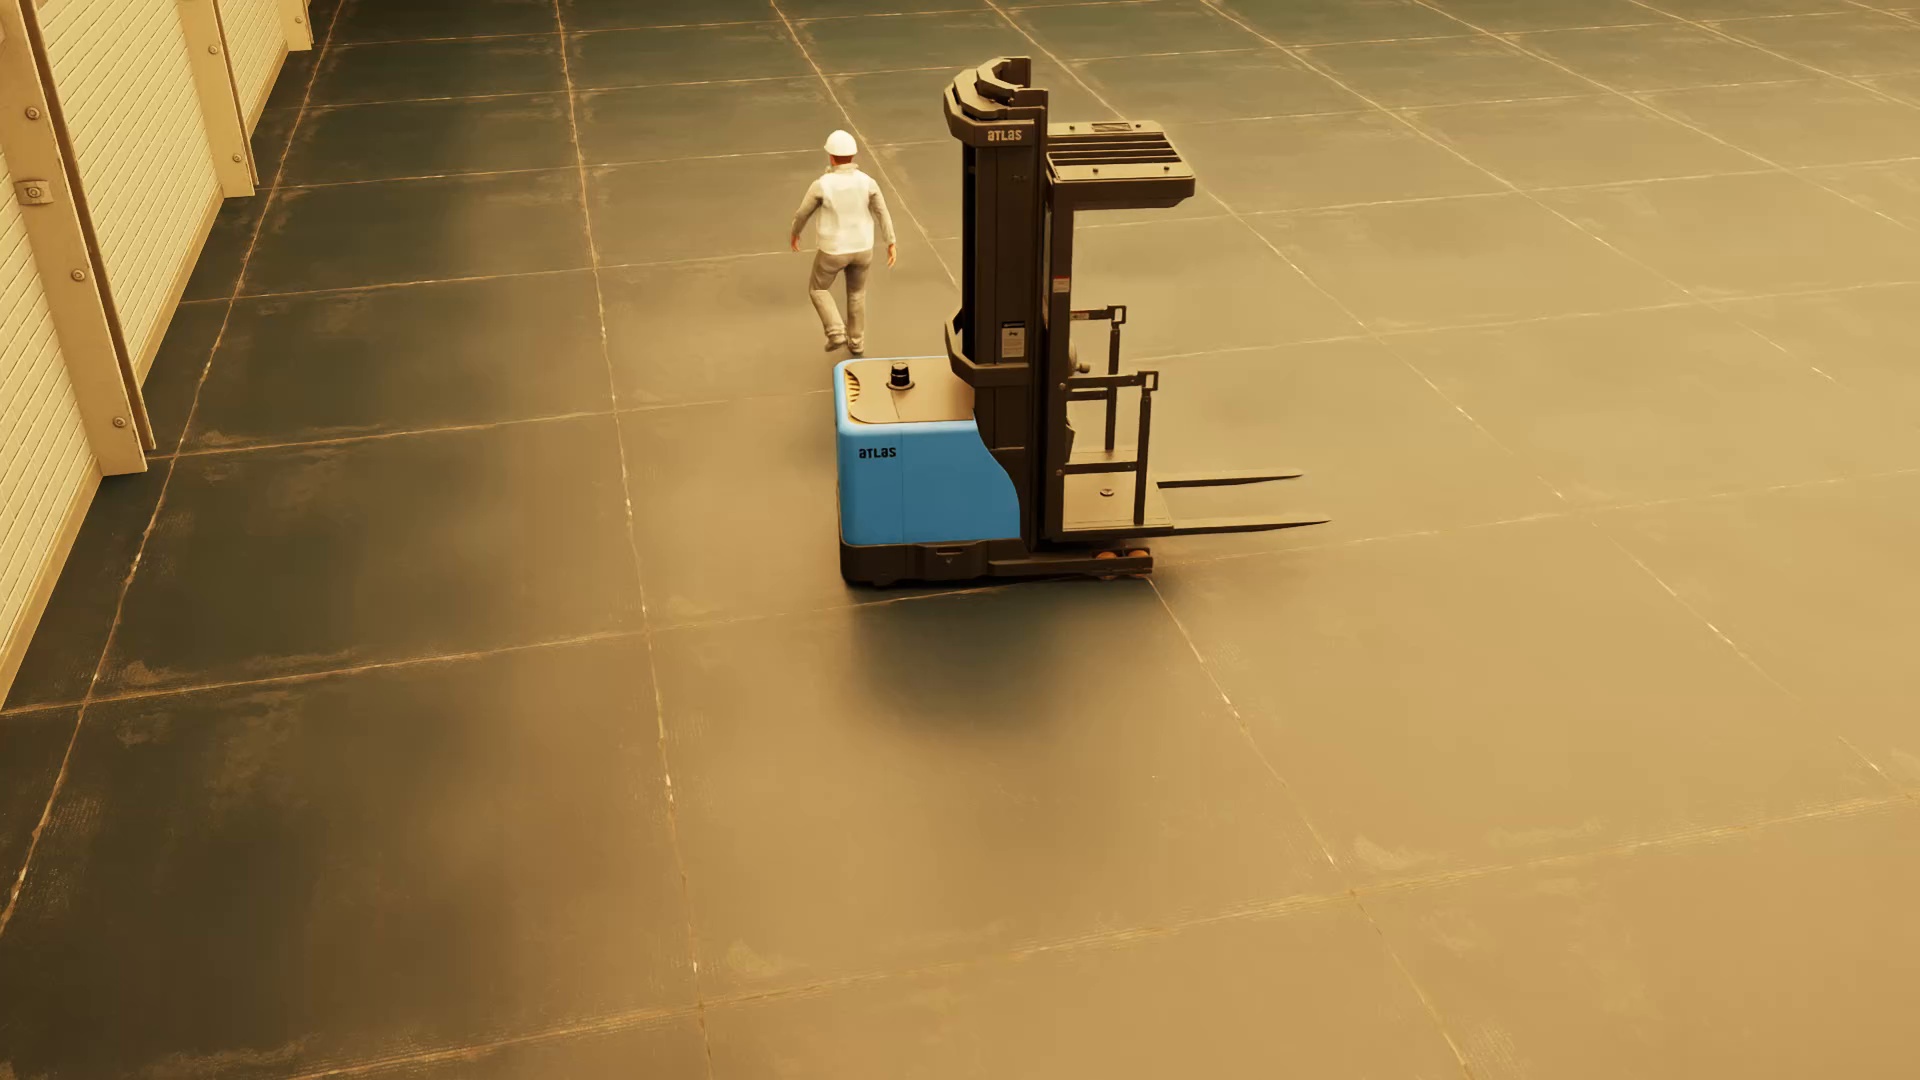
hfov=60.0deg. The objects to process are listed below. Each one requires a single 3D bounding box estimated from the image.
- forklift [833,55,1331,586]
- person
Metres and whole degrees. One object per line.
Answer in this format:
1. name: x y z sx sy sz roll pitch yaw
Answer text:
1. forklift: 0.756 -1.290 9.802 3.031 2.935 1.130 -3 30 -5
2. person: -0.876 -2.224 12.594 0.741 1.754 0.526 -10 32 -17
